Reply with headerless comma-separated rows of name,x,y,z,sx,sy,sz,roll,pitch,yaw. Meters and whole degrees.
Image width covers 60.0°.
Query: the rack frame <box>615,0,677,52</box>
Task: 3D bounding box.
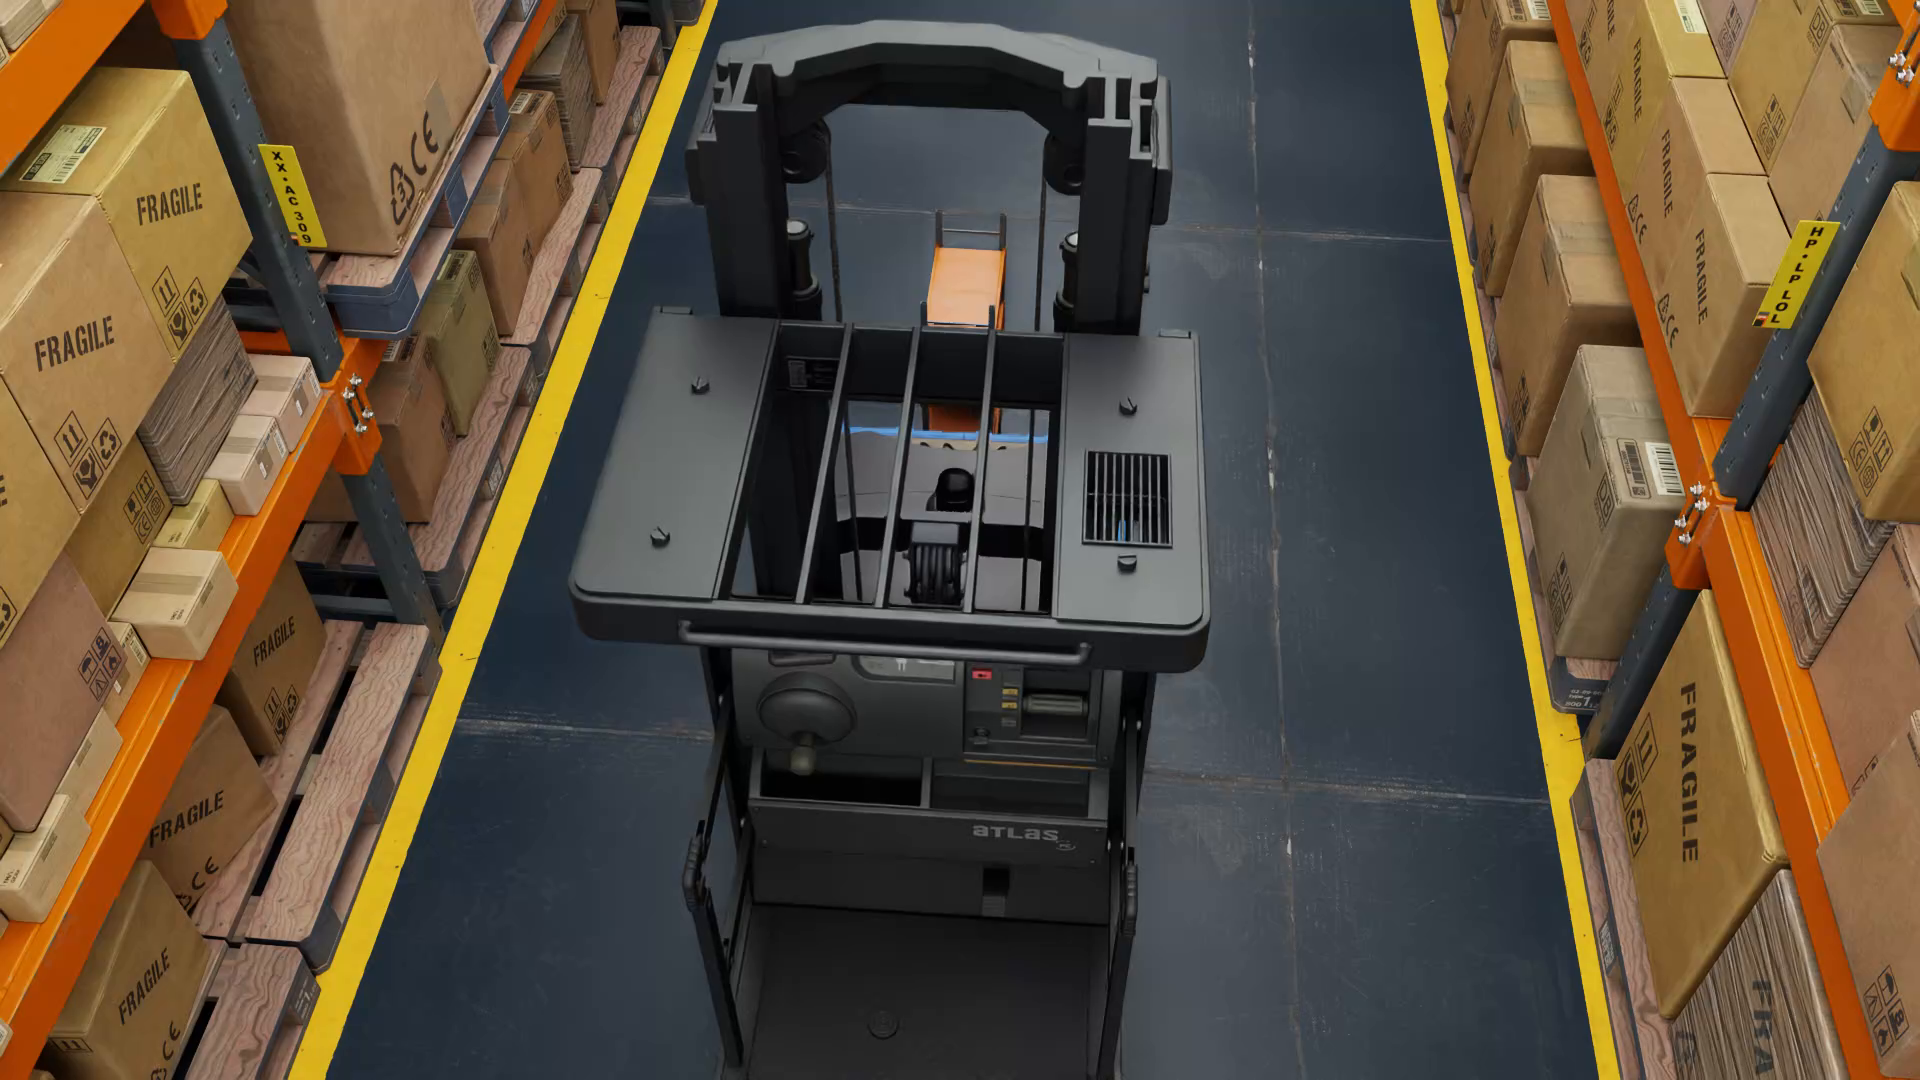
rack frame,-1.973,-3.601,7.511,1.000,3.000,0.127,4,48,4

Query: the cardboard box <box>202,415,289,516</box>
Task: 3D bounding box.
cardboard box,-2.097,-0.216,4.585,0.380,0.149,0.250,4,48,4

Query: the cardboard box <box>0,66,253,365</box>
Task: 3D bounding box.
cardboard box,-2.105,-0.784,3.987,0.500,0.500,0.500,4,48,4

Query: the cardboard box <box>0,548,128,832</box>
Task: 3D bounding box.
cardboard box,-2.466,0.270,3.701,0.875,0.500,0.500,4,48,4

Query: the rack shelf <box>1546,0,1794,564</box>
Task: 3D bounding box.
rack shelf,2.775,-1.481,6.059,1.077,0.370,4.000,4,48,4

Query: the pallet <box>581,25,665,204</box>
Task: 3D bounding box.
pallet,-2.046,-2.086,8.015,1.003,0.211,1.213,4,48,4

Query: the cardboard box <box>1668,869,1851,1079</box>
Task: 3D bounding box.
cardboard box,2.387,1.442,4.054,0.875,0.875,0.875,4,48,4

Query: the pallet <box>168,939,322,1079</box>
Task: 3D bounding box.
pallet,-2.472,1.674,4.576,1.003,0.211,1.213,4,48,4

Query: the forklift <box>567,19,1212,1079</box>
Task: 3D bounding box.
forklift,-0.093,0.481,3.824,1.130,2.935,3.031,3,48,3

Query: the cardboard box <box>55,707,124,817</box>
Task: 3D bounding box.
cardboard box,-2.228,0.516,3.915,0.380,0.149,0.250,4,48,4

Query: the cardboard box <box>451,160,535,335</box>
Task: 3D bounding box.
cardboard box,-2.147,-1.177,6.689,0.700,0.500,0.500,0,48,0

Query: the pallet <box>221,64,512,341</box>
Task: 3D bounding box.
pallet,-2.123,-1.149,5.398,1.003,0.211,1.213,4,48,4

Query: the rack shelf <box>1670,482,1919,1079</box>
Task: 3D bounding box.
rack shelf,2.410,1.459,3.371,1.077,0.370,4.000,4,48,4

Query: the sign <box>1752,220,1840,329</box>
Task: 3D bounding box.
sign,2.051,-0.647,4.078,0.100,0.325,0.005,4,48,4

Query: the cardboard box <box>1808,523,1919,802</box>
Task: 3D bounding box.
cardboard box,2.543,0.373,3.774,0.875,0.550,0.550,4,48,4

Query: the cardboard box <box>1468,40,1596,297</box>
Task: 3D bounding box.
cardboard box,2.736,-1.492,6.821,1.050,0.750,0.750,5,48,4

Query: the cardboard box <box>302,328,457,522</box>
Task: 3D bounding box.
cardboard box,-2.260,-0.416,5.994,0.700,0.500,0.500,1,48,1

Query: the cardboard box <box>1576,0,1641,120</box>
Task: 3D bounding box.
cardboard box,2.510,-1.805,5.800,0.500,0.500,0.500,3,48,3

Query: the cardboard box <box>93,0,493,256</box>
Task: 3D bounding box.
cardboard box,-2.126,-1.580,4.971,1.000,1.000,1.000,4,48,4

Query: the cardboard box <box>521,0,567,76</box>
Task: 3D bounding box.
cardboard box,-2.042,-2.274,7.185,0.500,0.250,0.500,9,48,8

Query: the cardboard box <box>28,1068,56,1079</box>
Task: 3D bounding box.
cardboard box,-2.532,1.622,4.144,0.500,0.500,0.500,8,48,7

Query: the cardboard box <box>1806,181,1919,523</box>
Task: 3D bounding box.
cardboard box,2.525,-0.400,3.750,0.875,0.550,0.550,4,48,4

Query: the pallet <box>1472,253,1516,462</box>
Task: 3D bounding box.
pallet,2.696,-0.784,6.824,1.003,0.211,1.213,4,48,4

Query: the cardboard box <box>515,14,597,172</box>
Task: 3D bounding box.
cardboard box,-2.052,-2.004,7.446,0.700,0.500,0.500,0,48,0

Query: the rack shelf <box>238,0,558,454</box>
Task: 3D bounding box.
rack shelf,-2.155,-1.888,6.432,1.077,0.370,4.000,4,48,4

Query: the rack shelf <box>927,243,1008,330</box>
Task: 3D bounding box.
rack shelf,0.015,-0.792,5.629,0.258,0.148,0.480,4,48,4

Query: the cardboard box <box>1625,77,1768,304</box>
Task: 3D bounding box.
cardboard box,2.420,-1.060,5.119,0.500,0.500,0.500,3,48,3

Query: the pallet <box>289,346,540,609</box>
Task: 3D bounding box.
pallet,-2.268,-0.293,6.375,1.003,0.211,1.213,4,48,4

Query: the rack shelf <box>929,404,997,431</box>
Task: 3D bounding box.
rack shelf,0.015,-0.481,5.968,0.258,0.148,0.480,4,48,4

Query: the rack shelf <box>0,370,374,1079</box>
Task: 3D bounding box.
rack shelf,-2.520,1.051,3.744,1.077,0.370,4.000,4,48,4

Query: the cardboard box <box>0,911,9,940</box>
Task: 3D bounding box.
cardboard box,-2.315,0.881,3.582,0.380,0.149,0.250,4,48,4

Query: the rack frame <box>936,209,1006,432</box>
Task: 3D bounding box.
rack frame,0.037,-0.706,6.083,0.240,1.200,0.015,4,48,4

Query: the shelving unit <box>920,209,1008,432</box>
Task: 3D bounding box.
shelving unit,0.015,-0.527,5.919,0.258,1.200,0.503,4,48,4

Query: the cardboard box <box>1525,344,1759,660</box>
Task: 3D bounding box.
cardboard box,2.559,-0.098,5.547,1.050,0.750,0.750,4,48,3

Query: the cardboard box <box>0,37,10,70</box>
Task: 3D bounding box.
cardboard box,-2.177,-0.888,3.098,0.500,0.250,0.500,5,48,5

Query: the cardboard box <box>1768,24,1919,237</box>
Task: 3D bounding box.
cardboard box,2.632,-0.990,4.378,0.700,0.500,0.500,3,48,3

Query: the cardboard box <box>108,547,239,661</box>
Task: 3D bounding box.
cardboard box,-2.091,0.155,4.246,0.380,0.149,0.250,4,48,4

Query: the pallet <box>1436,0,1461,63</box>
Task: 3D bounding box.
pallet,3.030,-2.826,8.692,1.003,0.211,1.213,4,48,4

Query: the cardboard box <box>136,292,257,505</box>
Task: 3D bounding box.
cardboard box,-2.440,-0.469,4.377,0.875,0.500,0.500,4,48,4

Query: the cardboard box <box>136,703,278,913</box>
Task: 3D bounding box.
cardboard box,-2.459,0.753,4.938,0.500,0.500,0.500,18,50,16

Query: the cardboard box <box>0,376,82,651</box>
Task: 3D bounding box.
cardboard box,-2.195,-0.049,3.315,0.500,0.500,0.500,4,48,4

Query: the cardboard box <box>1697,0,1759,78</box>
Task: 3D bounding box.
cardboard box,2.723,-1.740,5.063,0.700,0.500,0.500,4,48,4

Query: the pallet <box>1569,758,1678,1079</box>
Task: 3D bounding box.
pallet,2.445,1.241,4.972,1.003,0.211,1.213,4,48,4
